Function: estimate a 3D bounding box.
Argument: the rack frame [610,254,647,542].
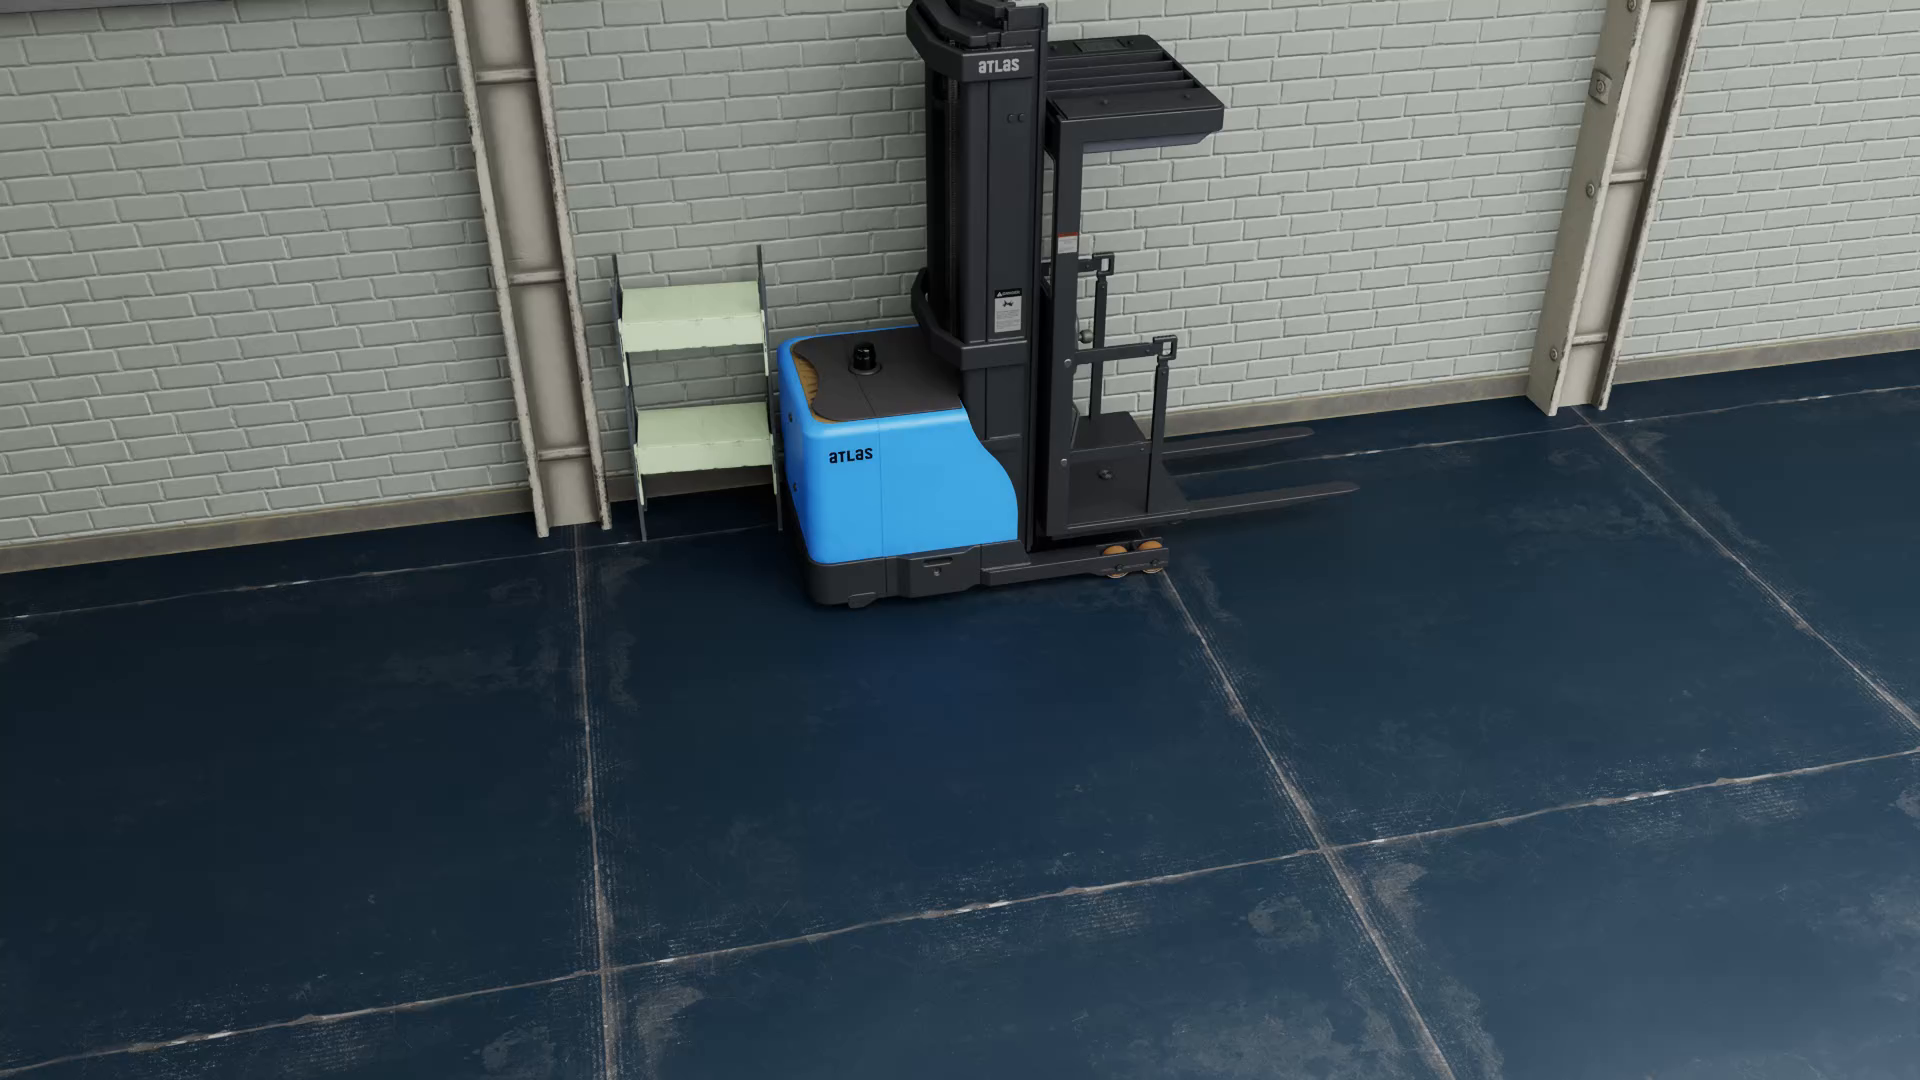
[{"bbox_3d":[-1.728,-0.722,8.703,0.023,1.500,0.400,-5,34,-7],"label":"rack frame"}]

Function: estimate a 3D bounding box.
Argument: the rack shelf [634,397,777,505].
[{"bbox_3d":[-1.366,-0.482,8.930,0.720,0.370,0.431,-5,34,-7],"label":"rack shelf"}]

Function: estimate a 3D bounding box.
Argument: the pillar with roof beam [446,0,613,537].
[{"bbox_3d":[-1.174,-1.519,3.162,0.400,9.000,9.100,-7,35,-11],"label":"pillar with roof beam"}]

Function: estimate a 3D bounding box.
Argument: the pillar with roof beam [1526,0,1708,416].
[{"bbox_3d":[4.679,-2.257,4.261,0.400,9.000,9.100,-7,35,-11],"label":"pillar with roof beam"}]

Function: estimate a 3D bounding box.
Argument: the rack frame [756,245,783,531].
[{"bbox_3d":[-1.004,-0.783,8.794,0.023,1.500,0.400,-5,34,-7],"label":"rack frame"}]

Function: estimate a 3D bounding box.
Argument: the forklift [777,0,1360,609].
[{"bbox_3d":[0.613,-1.298,8.277,3.031,2.935,1.130,-8,35,-11],"label":"forklift"}]

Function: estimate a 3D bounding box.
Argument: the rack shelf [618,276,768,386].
[{"bbox_3d":[-1.366,-1.077,8.531,0.720,0.370,0.431,-5,34,-7],"label":"rack shelf"}]

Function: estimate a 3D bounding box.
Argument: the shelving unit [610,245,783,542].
[{"bbox_3d":[-1.366,-0.752,8.748,0.755,1.500,0.431,-5,34,-7],"label":"shelving unit"}]
